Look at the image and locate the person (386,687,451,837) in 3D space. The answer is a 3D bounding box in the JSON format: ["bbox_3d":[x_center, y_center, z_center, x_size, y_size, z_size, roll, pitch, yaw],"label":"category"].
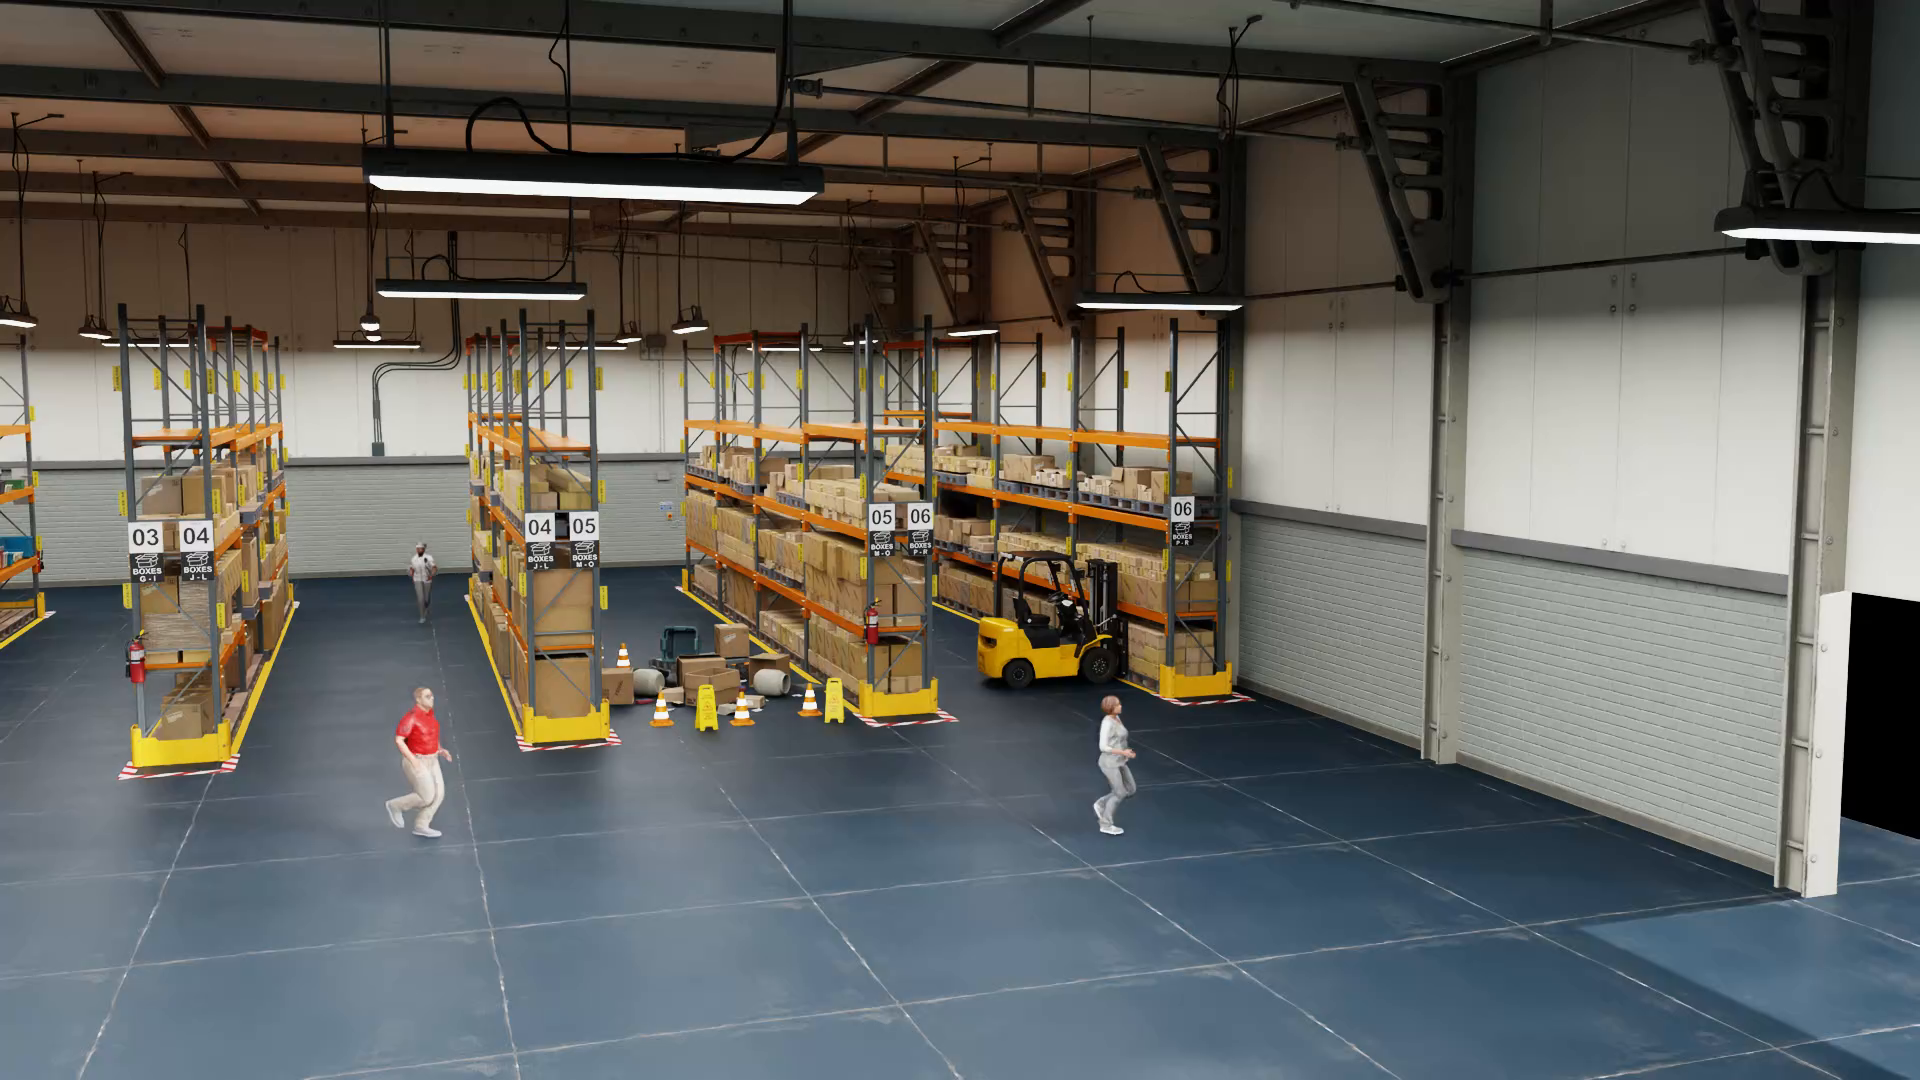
[{"bbox_3d":[-5.968,2.445,18.313,0.631,1.674,0.652,1,6,14],"label":"person"}]

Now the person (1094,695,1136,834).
[{"bbox_3d":[1.722,2.484,18.390,0.549,1.554,0.529,2,6,24],"label":"person"}]

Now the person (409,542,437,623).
[{"bbox_3d":[-11.278,0.872,34.927,0.576,1.686,0.615,-1,6,-10],"label":"person"}]
